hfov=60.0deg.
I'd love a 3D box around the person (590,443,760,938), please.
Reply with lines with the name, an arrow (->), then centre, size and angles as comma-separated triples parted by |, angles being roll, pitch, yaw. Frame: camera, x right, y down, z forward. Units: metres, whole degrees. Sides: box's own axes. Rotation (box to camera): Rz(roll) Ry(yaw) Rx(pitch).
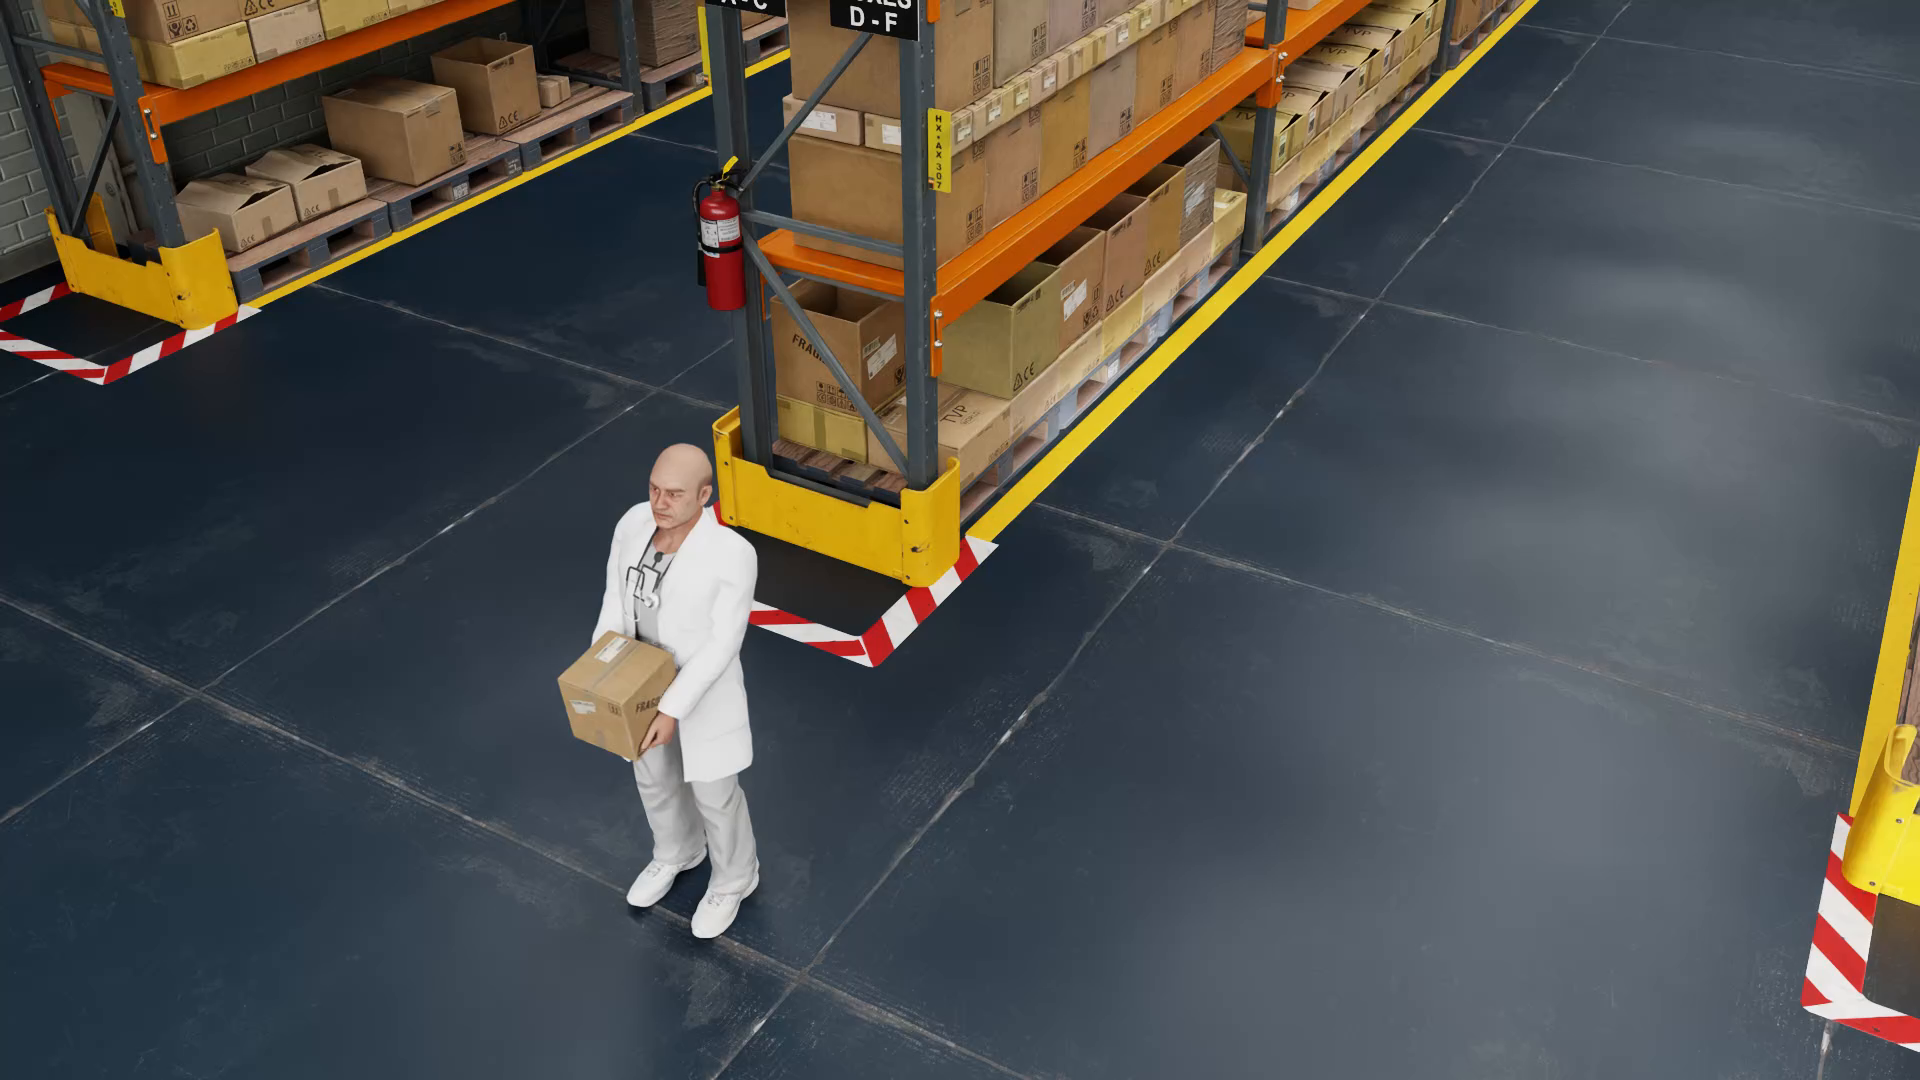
person -> -0.942, 0.539, 5.347 | 0.532, 1.773, 0.554 | 18, 37, 24
